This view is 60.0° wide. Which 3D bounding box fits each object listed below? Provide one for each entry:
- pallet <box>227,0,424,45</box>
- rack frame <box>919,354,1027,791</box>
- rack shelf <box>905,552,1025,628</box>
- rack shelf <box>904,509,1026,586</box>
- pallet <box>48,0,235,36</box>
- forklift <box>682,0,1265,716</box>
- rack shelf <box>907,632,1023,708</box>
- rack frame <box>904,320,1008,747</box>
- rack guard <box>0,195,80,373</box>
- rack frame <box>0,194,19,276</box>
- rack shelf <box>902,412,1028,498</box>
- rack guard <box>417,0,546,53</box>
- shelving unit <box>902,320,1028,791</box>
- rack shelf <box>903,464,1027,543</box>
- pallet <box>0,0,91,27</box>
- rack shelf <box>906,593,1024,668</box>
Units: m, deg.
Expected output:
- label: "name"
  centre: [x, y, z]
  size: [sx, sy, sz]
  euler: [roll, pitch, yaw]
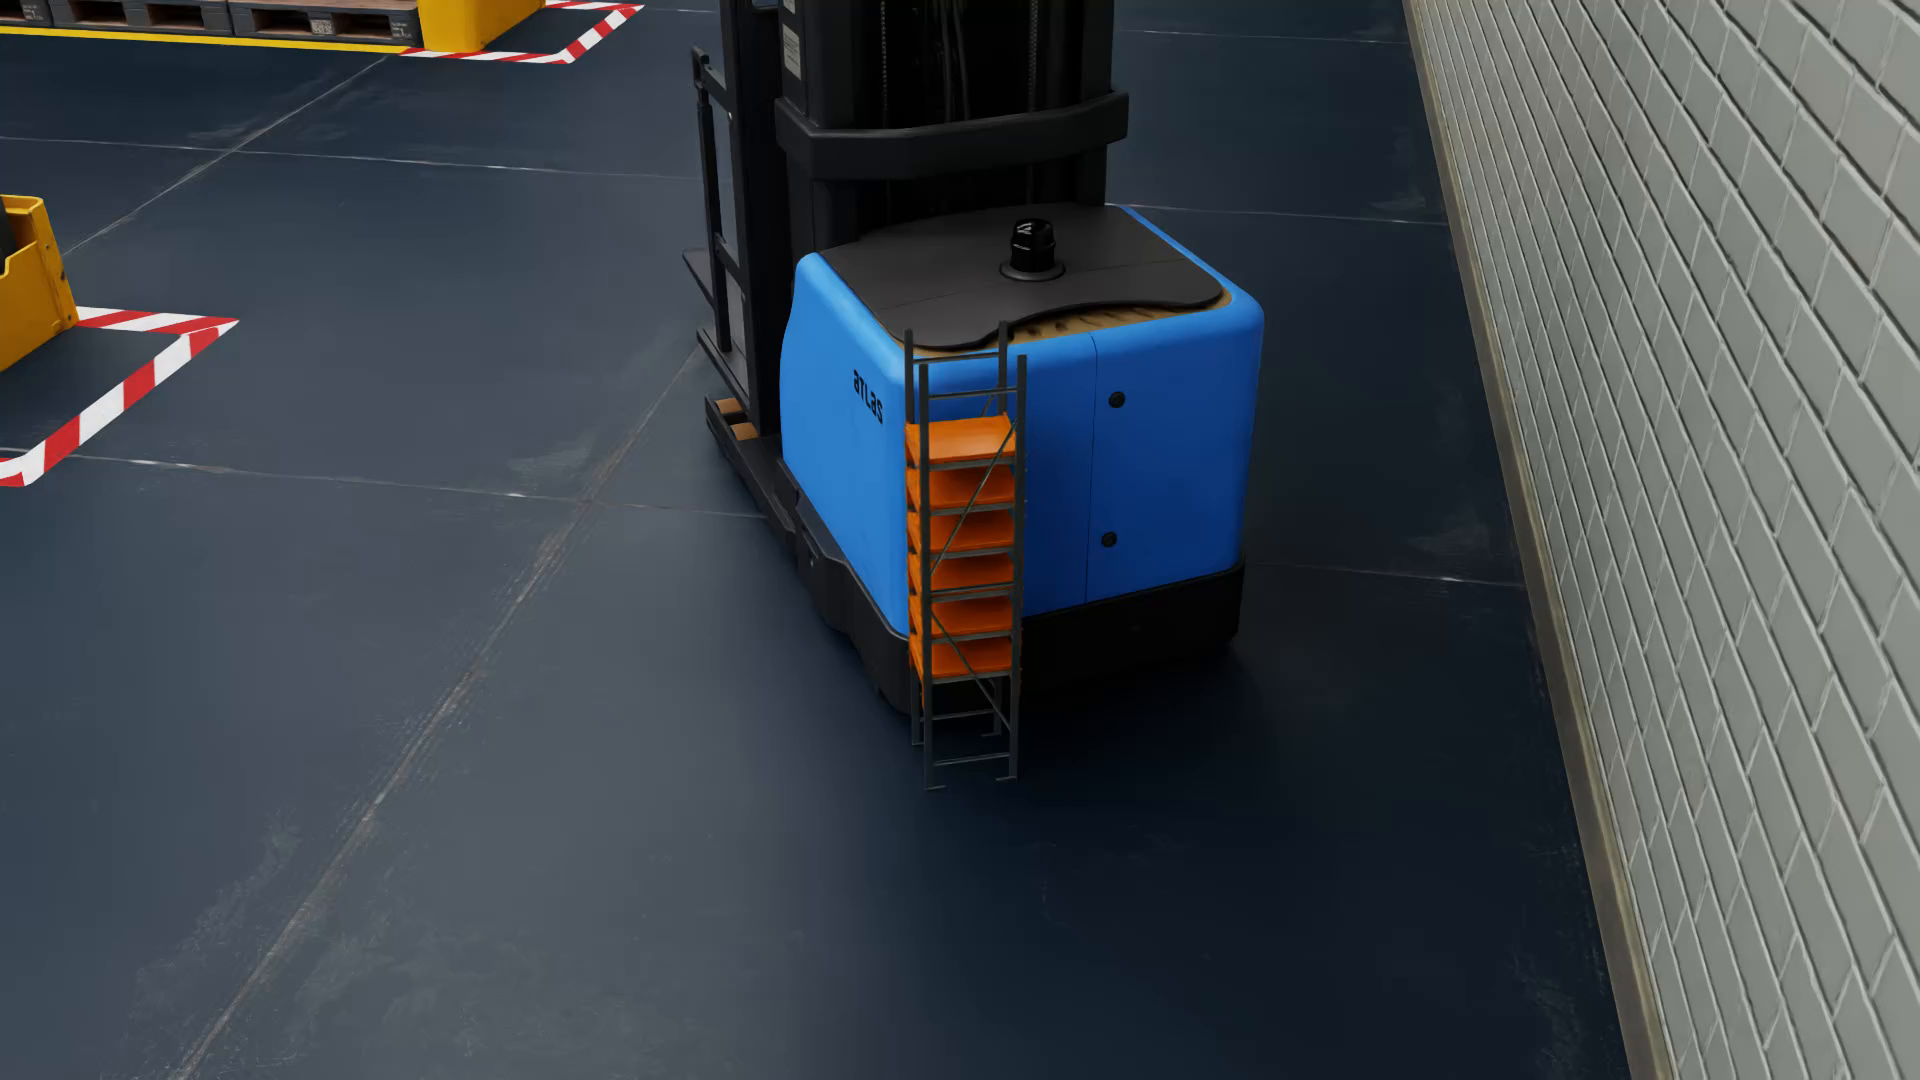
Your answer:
- label: "pallet"
  centre: [-3.774, -3.381, 10.452]
  size: [1.213, 0.211, 1.003]
  euler: [5, 32, 8]
- label: "rack frame"
  centre: [0.028, 0.116, 3.933]
  size: [0.240, 1.200, 0.006]
  euler: [-6, 33, -10]
- label: "rack shelf"
  centre: [0.010, 0.106, 4.033]
  size: [0.258, 0.103, 0.180]
  euler: [-6, 33, -10]
- label: "rack shelf"
  centre: [0.010, 0.005, 3.969]
  size: [0.258, 0.103, 0.180]
  euler: [-6, 33, -10]
- label: "pallet"
  centre: [-4.973, -3.491, 10.628]
  size: [1.213, 0.211, 1.003]
  euler: [5, 32, 8]
- label: "forklift"
  centre: [-0.234, -1.548, 4.961]
  size: [1.130, 2.935, 3.031]
  euler: [-12, 34, -19]
- label: "rack shelf"
  centre: [0.010, 0.310, 4.160]
  size: [0.258, 0.103, 0.180]
  euler: [-6, 33, -10]
- label: "rack frame"
  centre: [-0.009, 0.021, 4.085]
  size: [0.240, 1.200, 0.006]
  euler: [-6, 33, -10]
- label: "rack guard"
  centre: [-3.777, -0.817, 6.084]
  size: [0.348, 0.500, 1.175]
  euler: [5, 32, 8]
- label: "rack frame"
  centre: [-3.800, -1.879, 5.424]
  size: [0.127, 3.000, 1.000]
  euler: [5, 32, 8]
- label: "rack shelf"
  centre: [0.010, -0.199, 3.842]
  size: [0.258, 0.103, 0.180]
  euler: [-6, 33, -10]
- label: "rack guard"
  centre: [-2.941, -3.414, 10.233]
  size: [0.348, 0.500, 1.175]
  euler: [5, 32, 8]
- label: "shelving unit"
  centre: [0.010, 0.069, 4.009]
  size: [0.258, 1.200, 0.189]
  euler: [-6, 33, -10]
- label: "rack shelf"
  centre: [0.010, -0.097, 3.906]
  size: [0.258, 0.103, 0.180]
  euler: [-6, 33, -10]
- label: "pallet"
  centre: [-6.179, -3.599, 10.800]
  size: [1.213, 0.211, 1.003]
  euler: [5, 32, 8]
- label: "rack shelf"
  centre: [0.010, 0.208, 4.097]
  size: [0.258, 0.103, 0.180]
  euler: [-6, 33, -10]
